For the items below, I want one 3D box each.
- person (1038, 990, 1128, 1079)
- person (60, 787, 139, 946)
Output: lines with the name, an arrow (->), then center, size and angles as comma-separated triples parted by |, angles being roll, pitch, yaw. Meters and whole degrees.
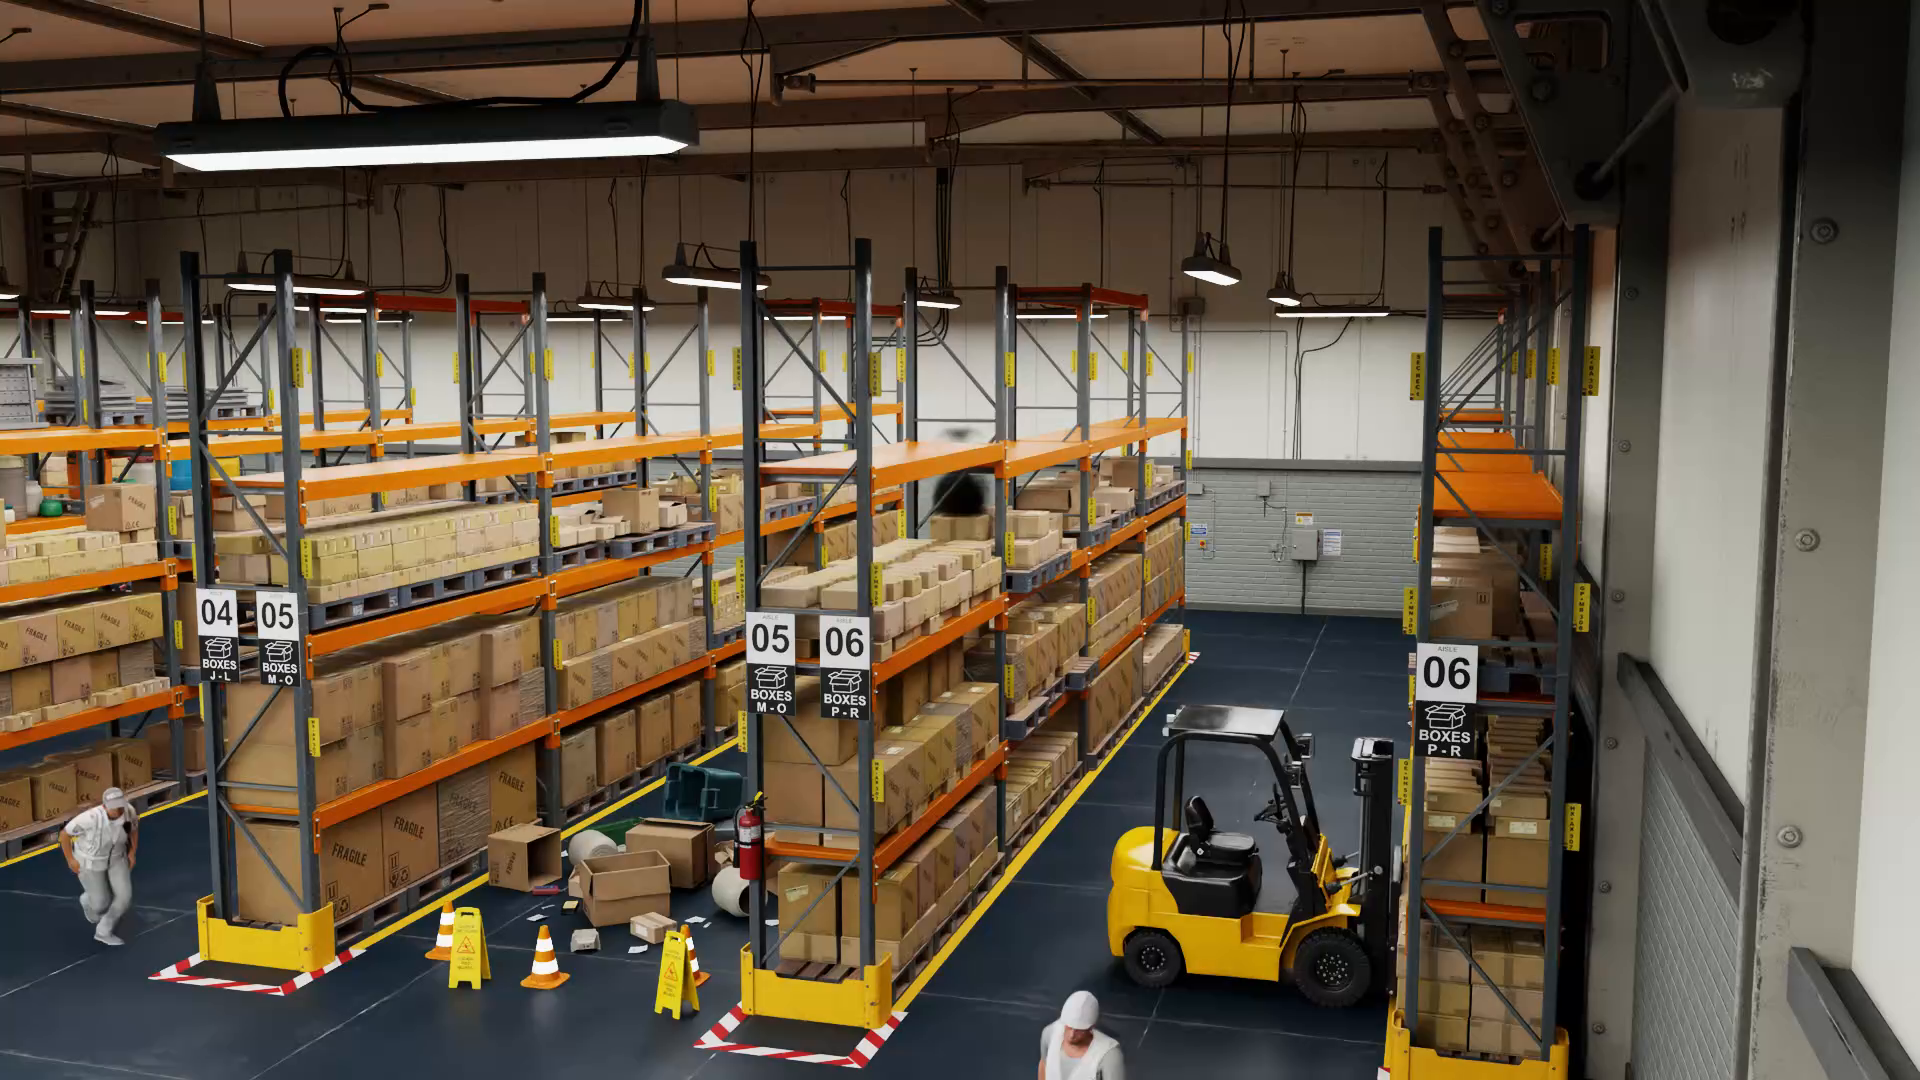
person -> 0.661, 3.271, 9.334 | 0.822, 1.702, 0.687 | 5, 8, 35
person -> -7.480, 2.834, 14.472 | 0.923, 1.479, 0.624 | 6, 9, 42
